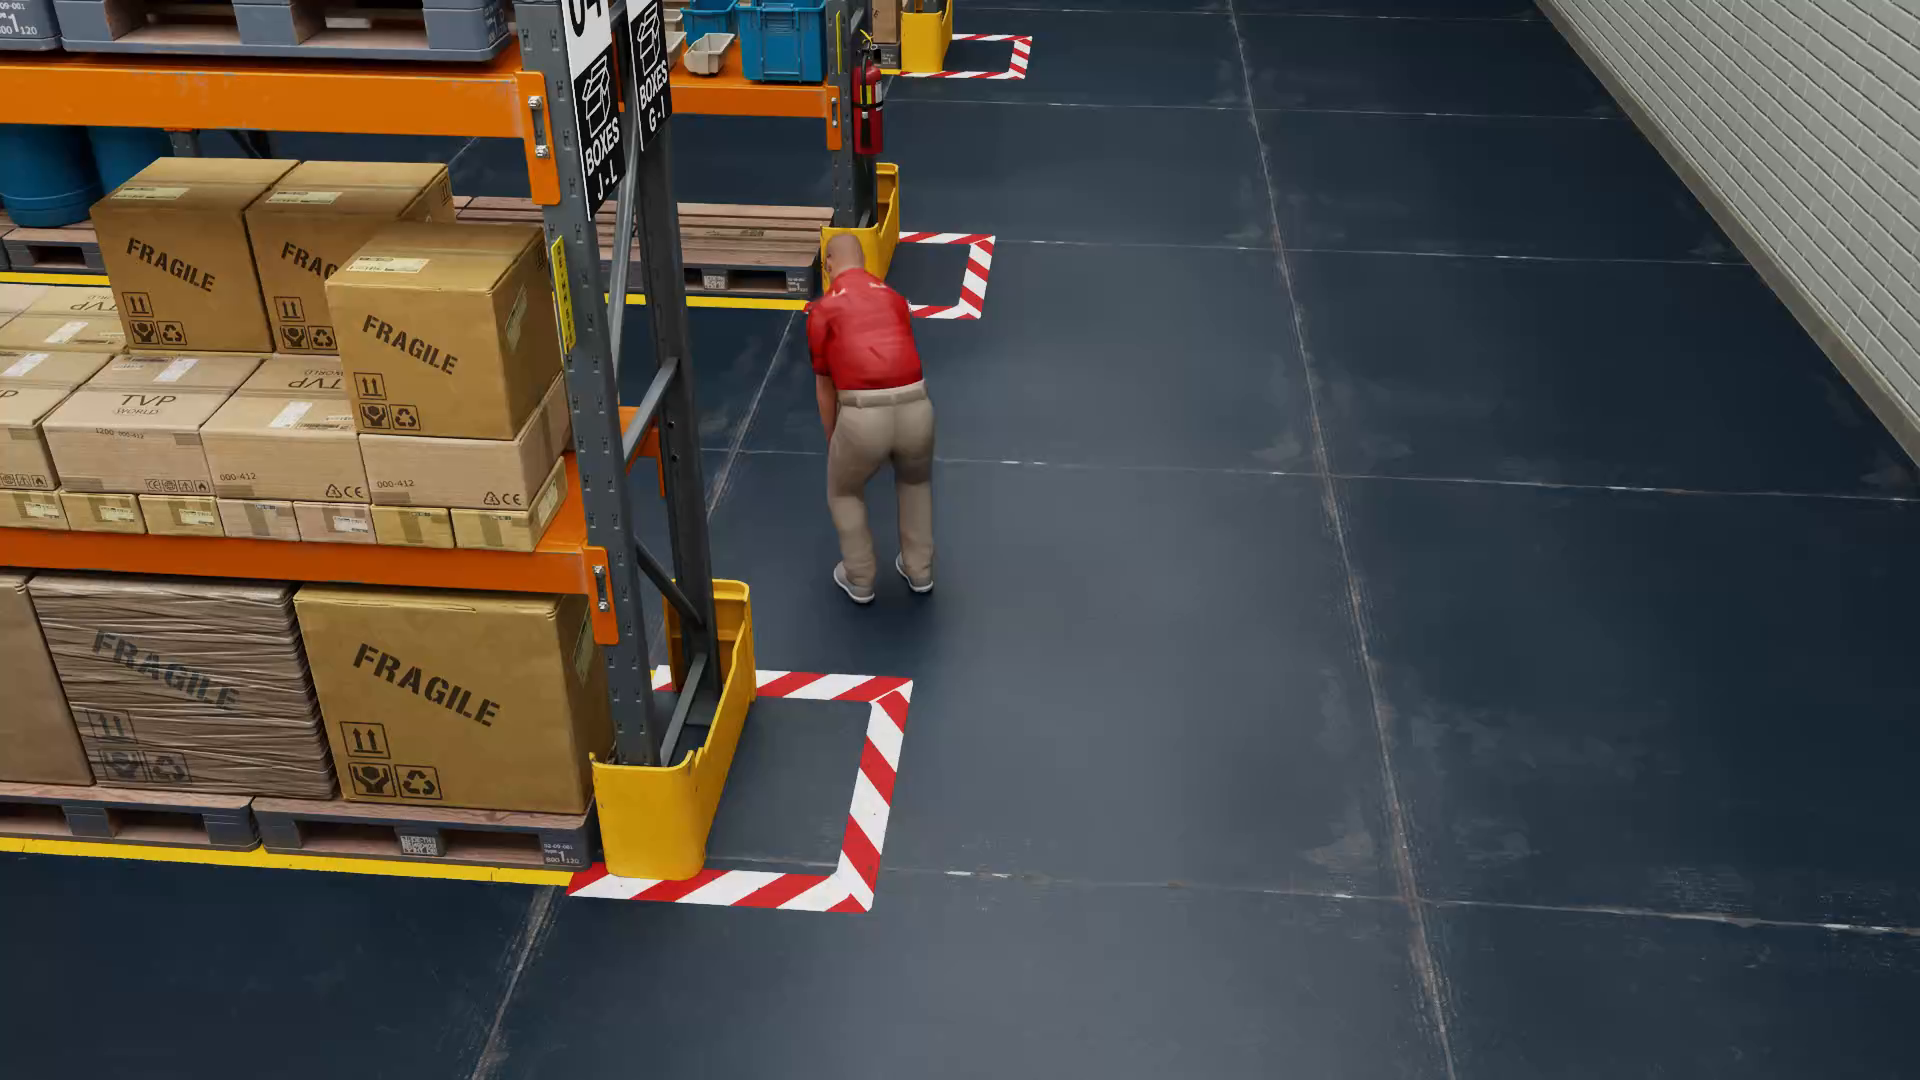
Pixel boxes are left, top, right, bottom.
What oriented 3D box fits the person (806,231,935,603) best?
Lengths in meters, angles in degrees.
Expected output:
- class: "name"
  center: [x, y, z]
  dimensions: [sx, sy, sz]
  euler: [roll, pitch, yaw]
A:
- class: "person"
  center: [-0.387, -0.520, 7.203]
  dimensions: [0.484, 1.513, 0.767]
  euler: [-10, 33, -16]
